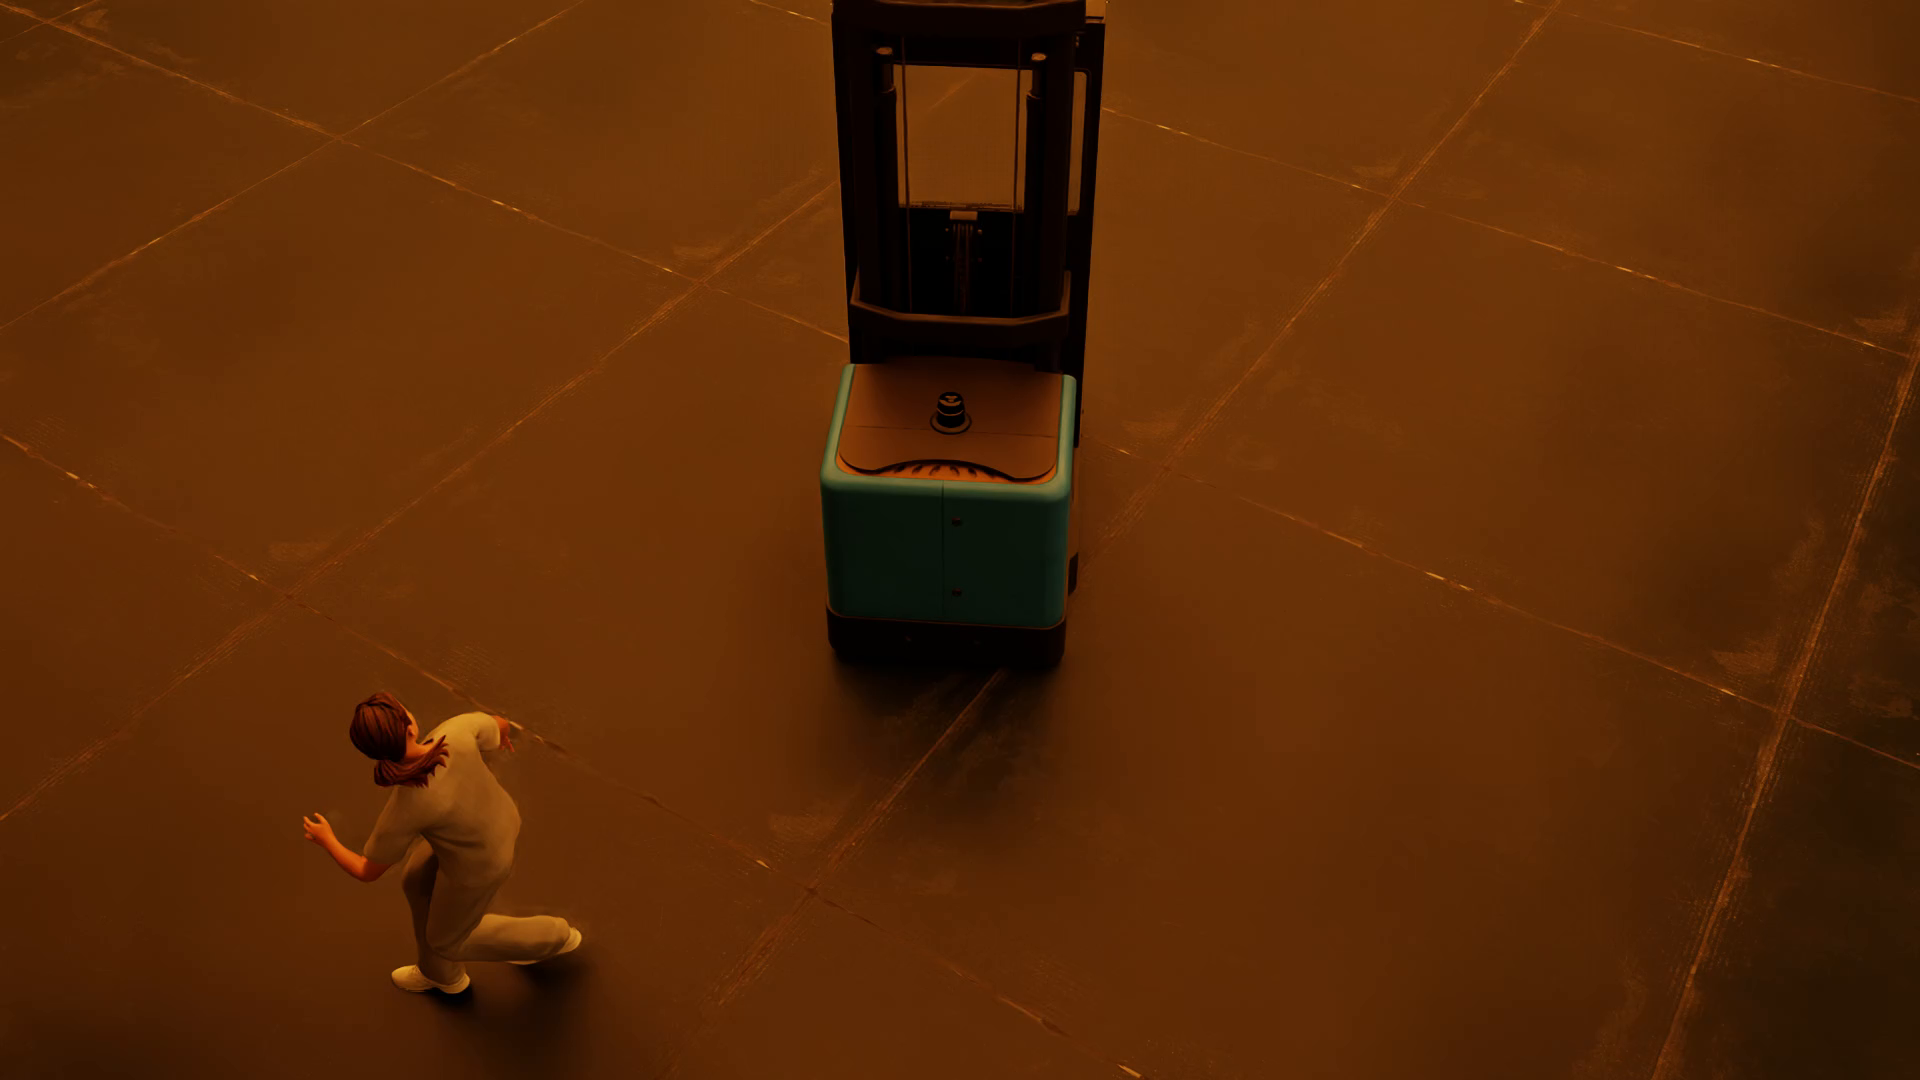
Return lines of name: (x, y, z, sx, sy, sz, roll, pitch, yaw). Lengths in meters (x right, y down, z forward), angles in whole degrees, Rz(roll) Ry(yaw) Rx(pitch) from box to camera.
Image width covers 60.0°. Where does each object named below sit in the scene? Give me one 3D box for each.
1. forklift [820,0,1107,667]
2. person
forklift: (0.055, -1.516, 7.448, 1.130, 2.935, 3.031, 3, 44, 3)
person: (-1.821, 0.995, 5.824, 0.804, 1.544, 0.761, 2, 44, 2)
